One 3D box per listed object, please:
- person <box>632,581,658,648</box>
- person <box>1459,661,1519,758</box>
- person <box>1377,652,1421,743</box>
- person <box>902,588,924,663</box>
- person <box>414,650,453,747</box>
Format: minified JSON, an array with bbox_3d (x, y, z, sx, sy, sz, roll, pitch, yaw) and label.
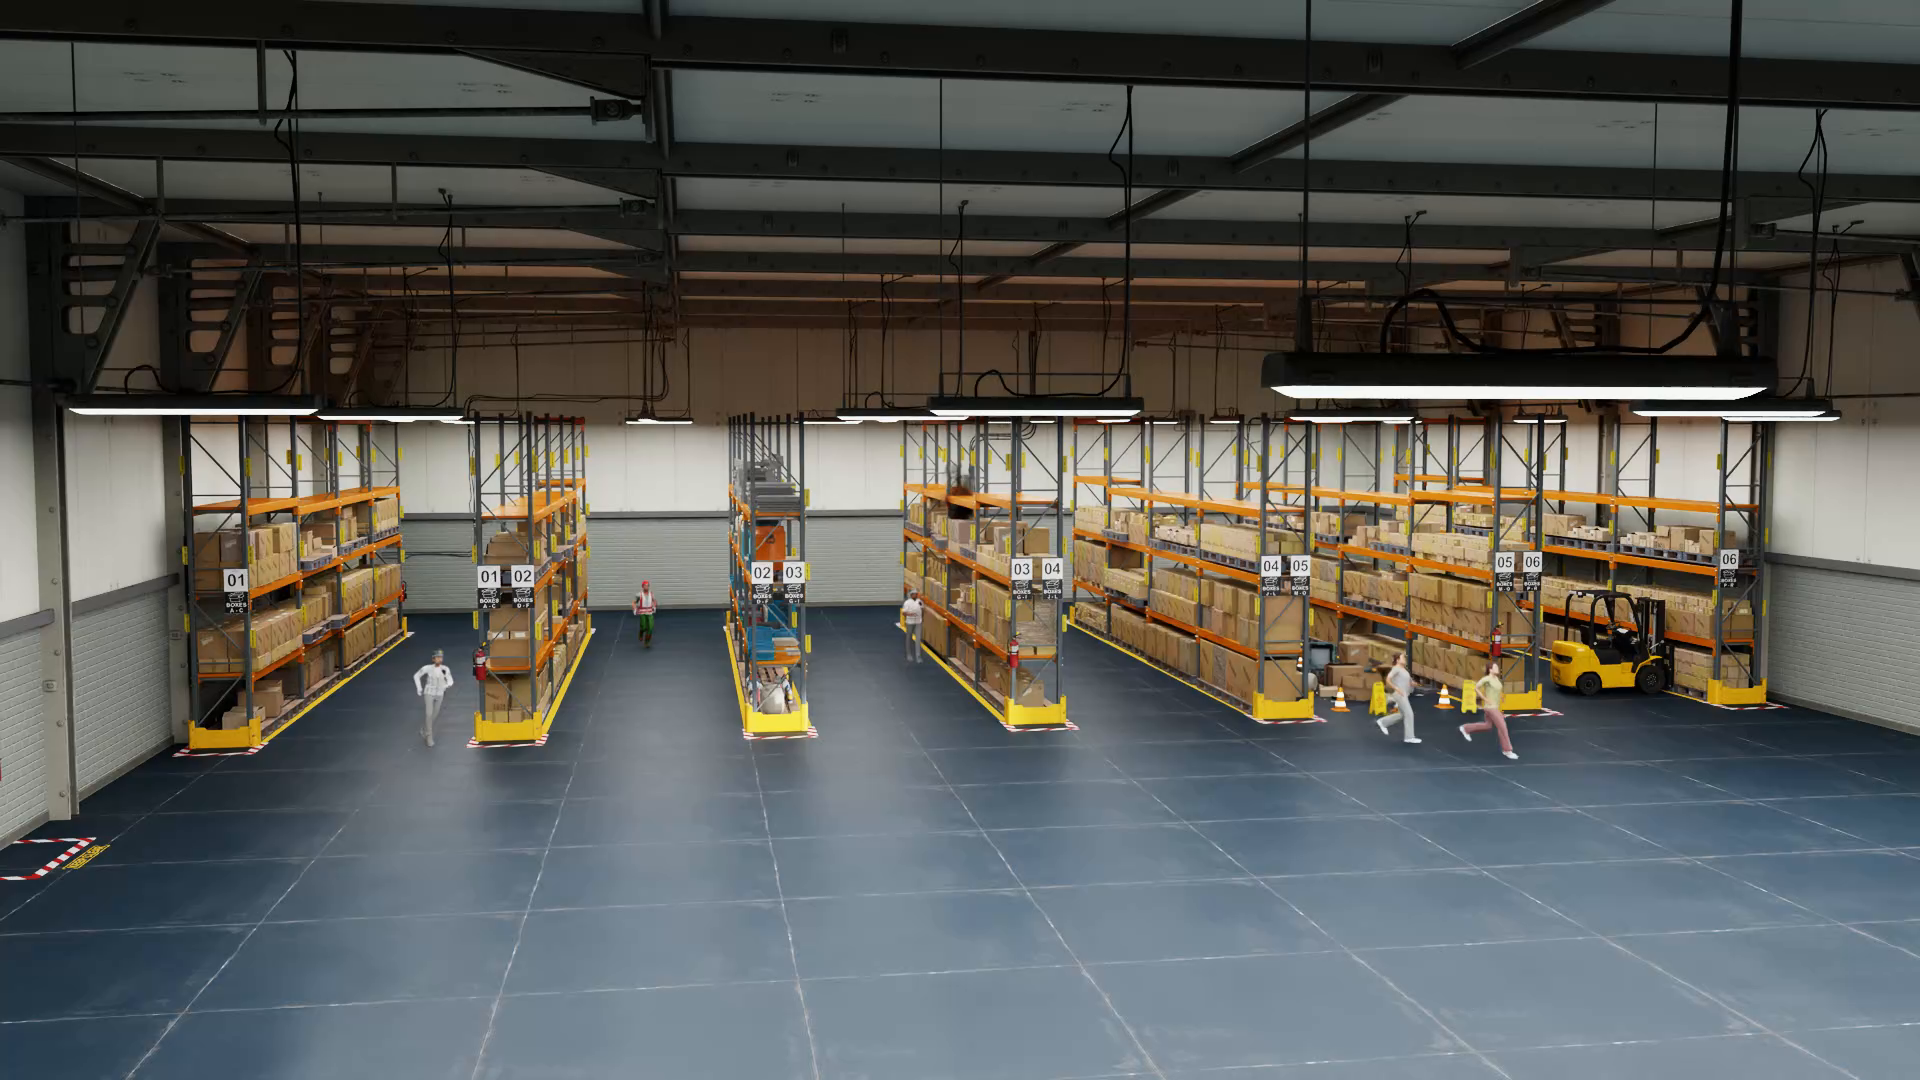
[{"bbox_3d":[-8.150,1.924,43.165,0.662,1.738,0.599,-2,4,-24],"label":"person"},{"bbox_3d":[9.262,2.938,29.077,1.084,1.664,0.550,3,5,34],"label":"person"},{"bbox_3d":[7.973,2.843,30.210,0.858,1.640,0.577,3,5,34],"label":"person"},{"bbox_3d":[-1.053,1.969,38.354,0.578,1.744,0.812,-1,4,-16],"label":"person"},{"bbox_3d":[-9.545,2.838,30.228,0.656,1.686,0.877,-3,5,-35],"label":"person"}]
